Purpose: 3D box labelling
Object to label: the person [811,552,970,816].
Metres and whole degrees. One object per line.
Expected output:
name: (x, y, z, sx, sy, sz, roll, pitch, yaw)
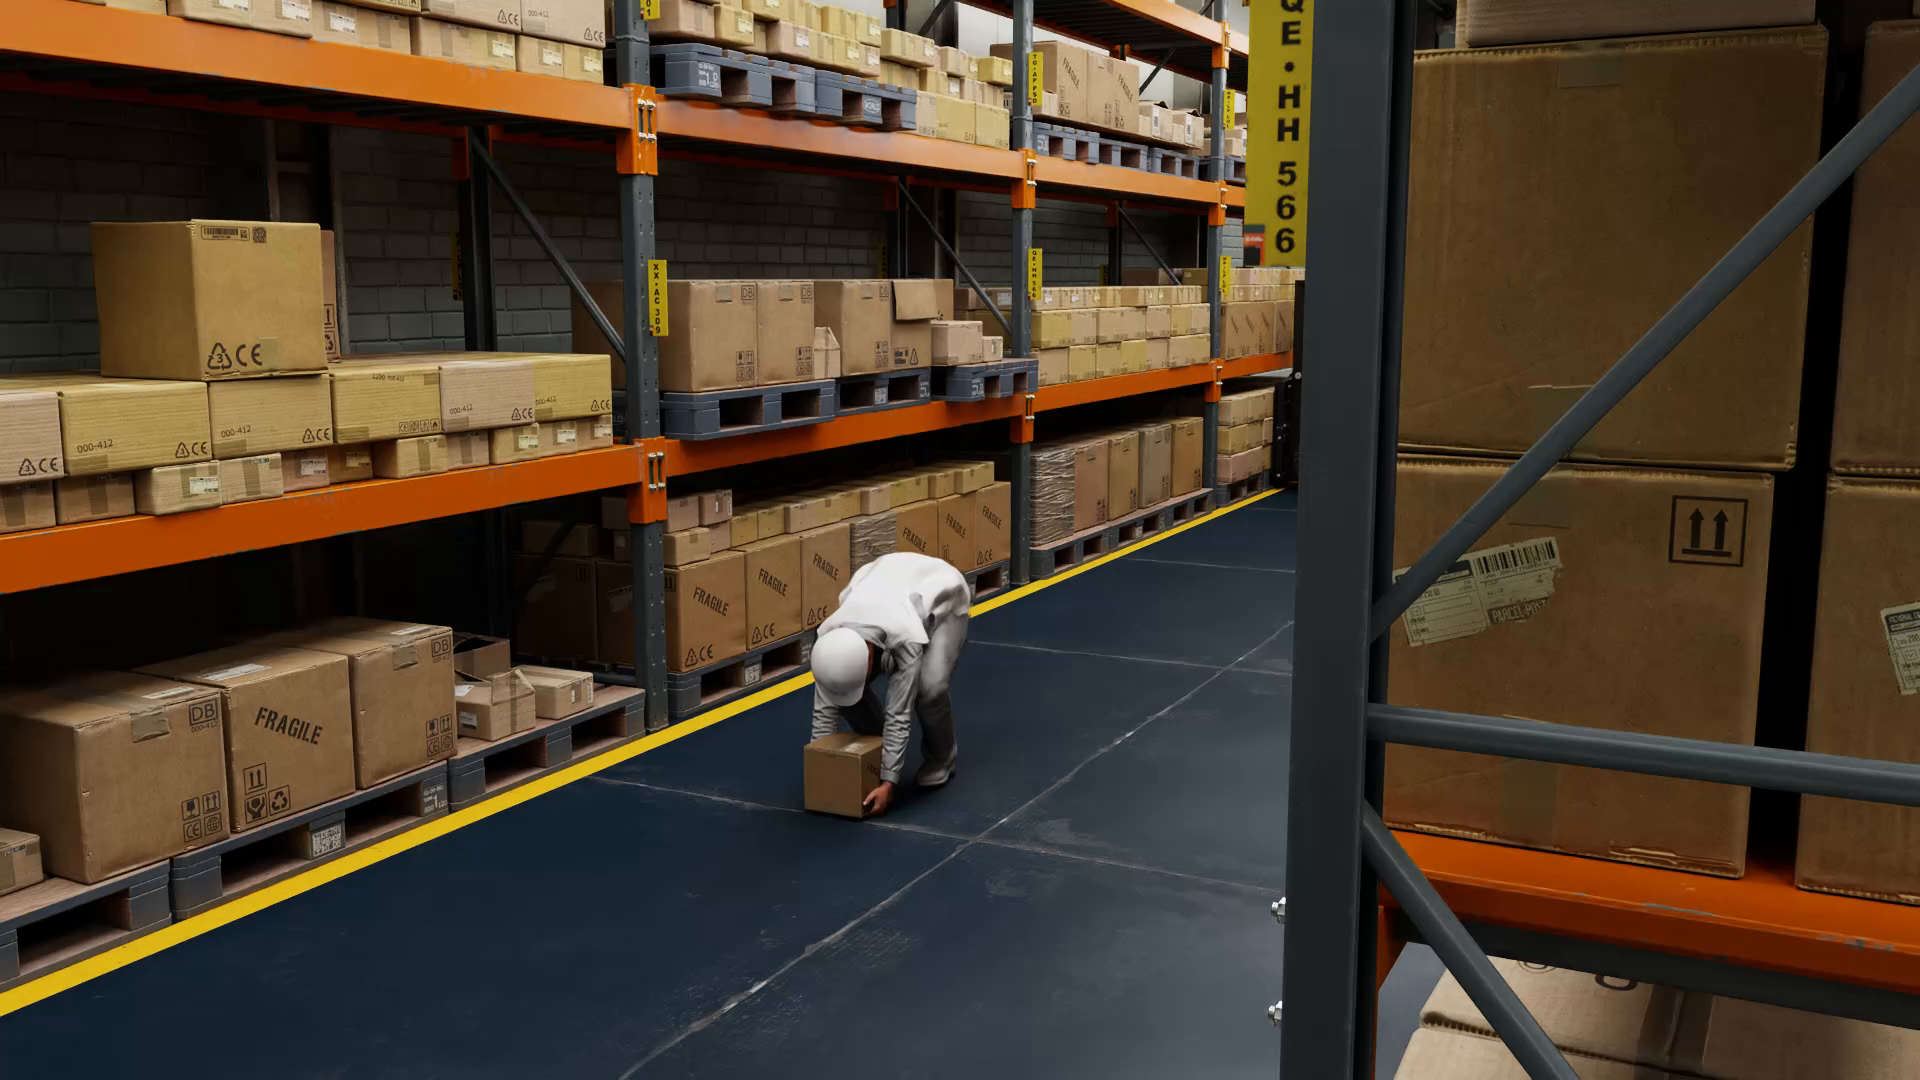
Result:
person: (-0.294, 0.543, 6.577, 0.519, 0.923, 0.999, 4, 10, 23)
